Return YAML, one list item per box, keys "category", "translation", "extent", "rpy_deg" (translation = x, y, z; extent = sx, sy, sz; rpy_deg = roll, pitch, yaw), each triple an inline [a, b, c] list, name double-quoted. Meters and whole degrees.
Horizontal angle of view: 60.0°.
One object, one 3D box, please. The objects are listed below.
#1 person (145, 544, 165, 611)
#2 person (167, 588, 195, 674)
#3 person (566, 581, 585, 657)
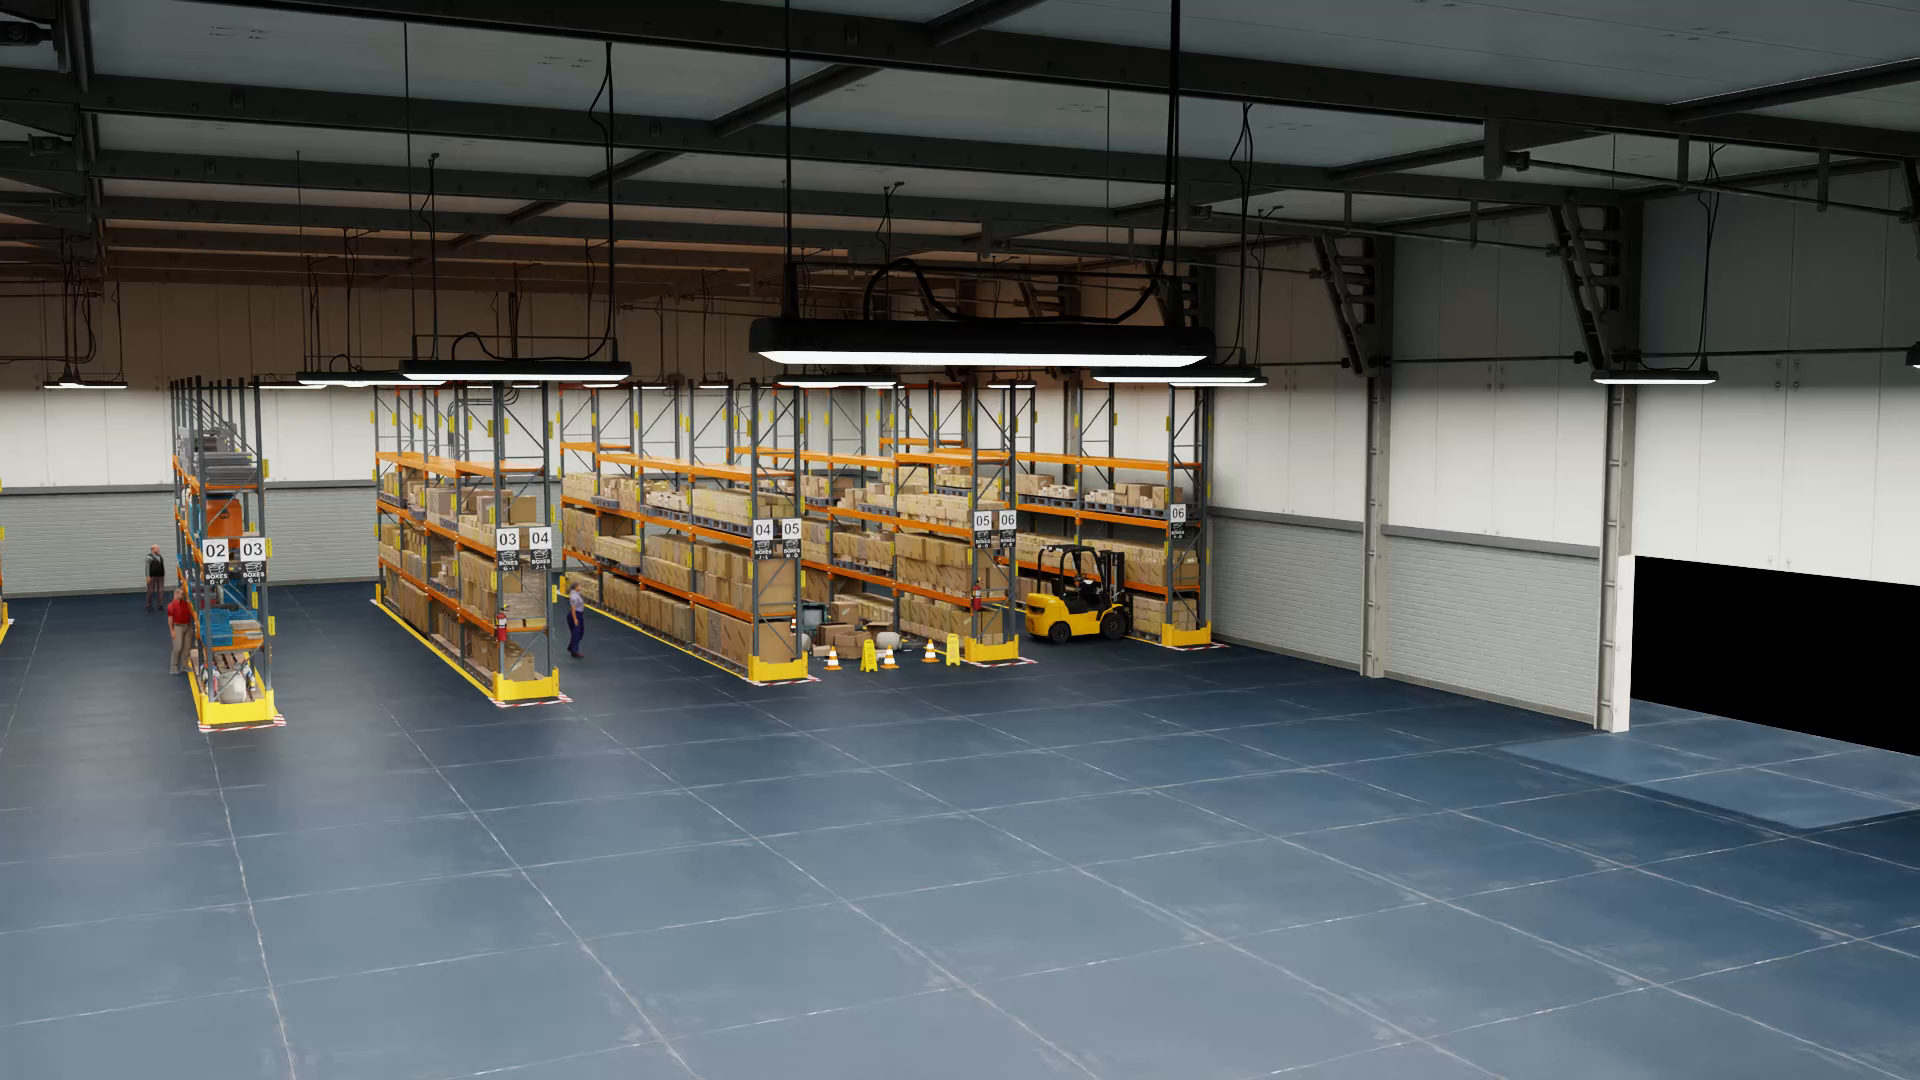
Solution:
- category: "person"
  translation: [-21.125, 0.978, 43.622]
  extent: [0.397, 1.730, 0.551]
  rpy_deg: [3, 6, 32]
- category: "person"
  translation: [-15.926, 1.888, 34.029]
  extent: [0.387, 1.813, 0.593]
  rpy_deg: [2, 5, 17]
- category: "person"
  translation: [-8.362, 1.710, 36.084]
  extent: [0.474, 1.673, 0.555]
  rpy_deg: [0, 5, -1]
